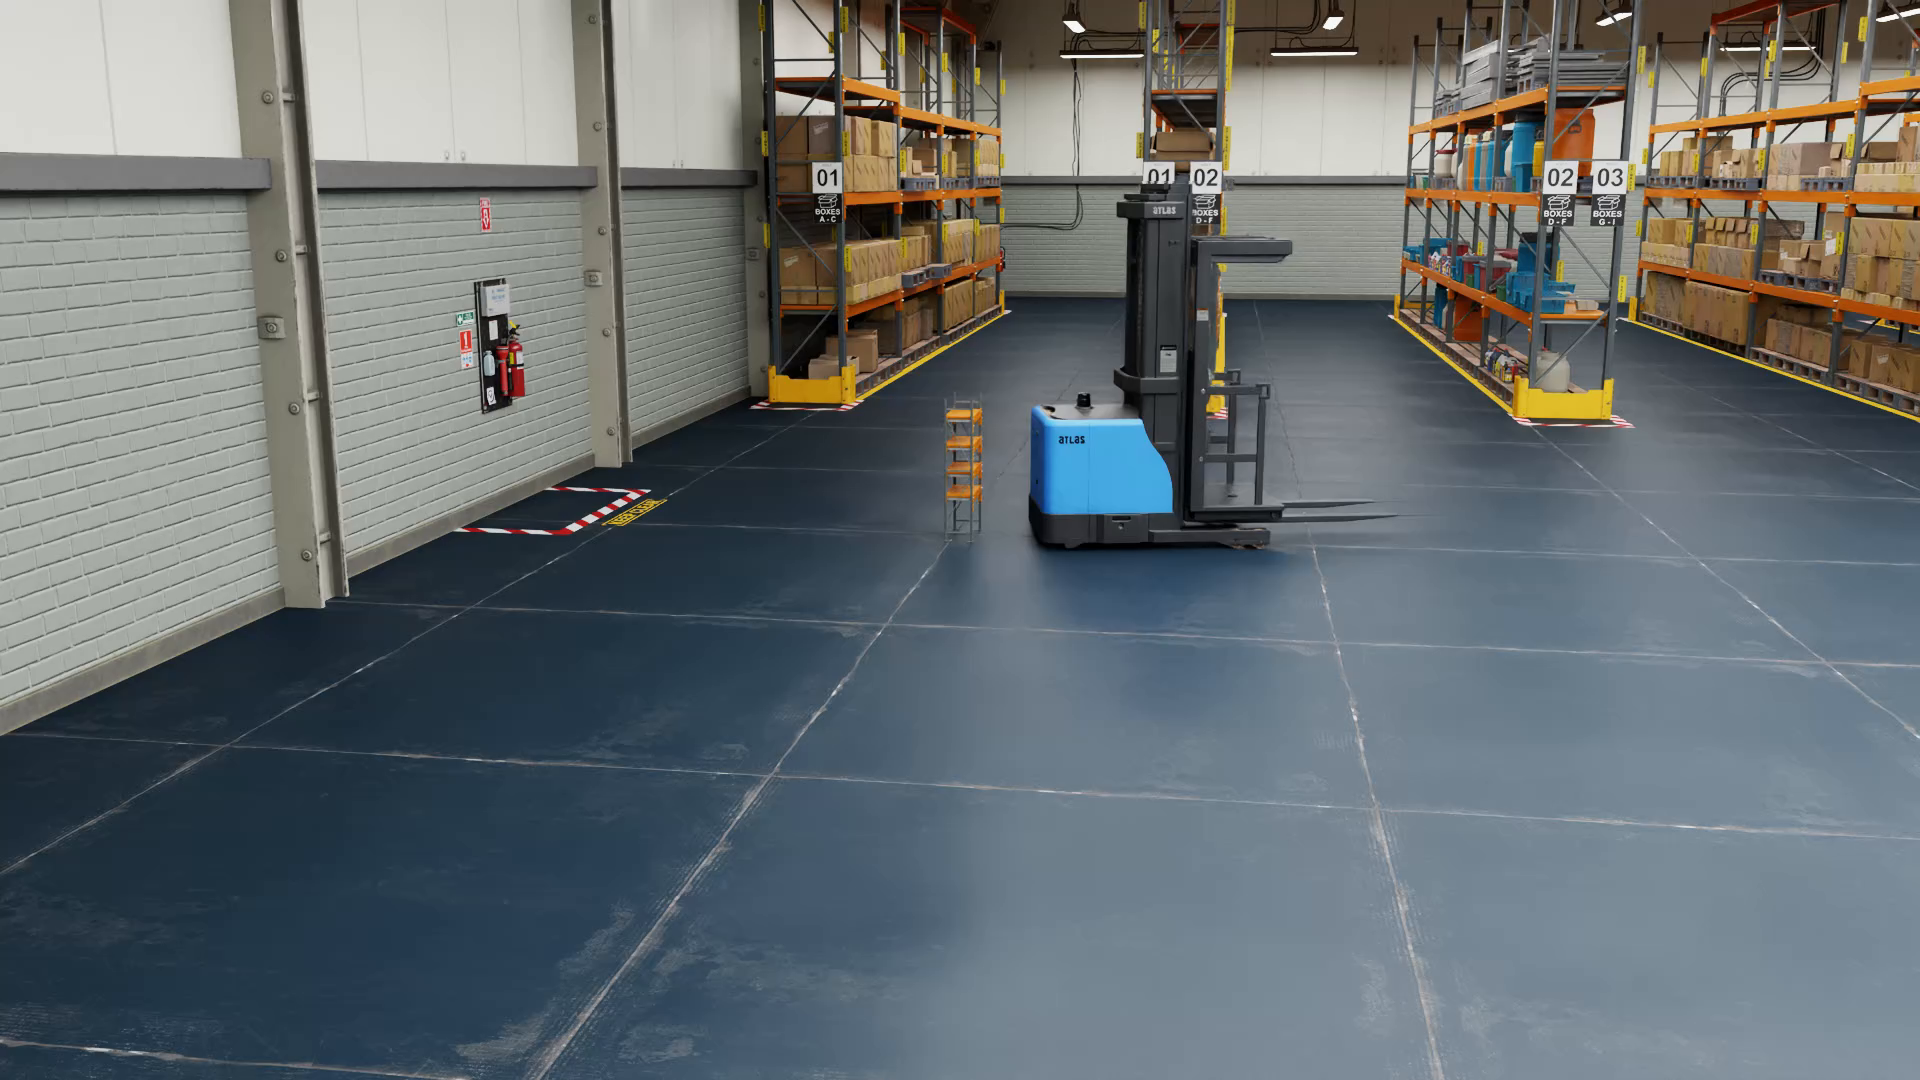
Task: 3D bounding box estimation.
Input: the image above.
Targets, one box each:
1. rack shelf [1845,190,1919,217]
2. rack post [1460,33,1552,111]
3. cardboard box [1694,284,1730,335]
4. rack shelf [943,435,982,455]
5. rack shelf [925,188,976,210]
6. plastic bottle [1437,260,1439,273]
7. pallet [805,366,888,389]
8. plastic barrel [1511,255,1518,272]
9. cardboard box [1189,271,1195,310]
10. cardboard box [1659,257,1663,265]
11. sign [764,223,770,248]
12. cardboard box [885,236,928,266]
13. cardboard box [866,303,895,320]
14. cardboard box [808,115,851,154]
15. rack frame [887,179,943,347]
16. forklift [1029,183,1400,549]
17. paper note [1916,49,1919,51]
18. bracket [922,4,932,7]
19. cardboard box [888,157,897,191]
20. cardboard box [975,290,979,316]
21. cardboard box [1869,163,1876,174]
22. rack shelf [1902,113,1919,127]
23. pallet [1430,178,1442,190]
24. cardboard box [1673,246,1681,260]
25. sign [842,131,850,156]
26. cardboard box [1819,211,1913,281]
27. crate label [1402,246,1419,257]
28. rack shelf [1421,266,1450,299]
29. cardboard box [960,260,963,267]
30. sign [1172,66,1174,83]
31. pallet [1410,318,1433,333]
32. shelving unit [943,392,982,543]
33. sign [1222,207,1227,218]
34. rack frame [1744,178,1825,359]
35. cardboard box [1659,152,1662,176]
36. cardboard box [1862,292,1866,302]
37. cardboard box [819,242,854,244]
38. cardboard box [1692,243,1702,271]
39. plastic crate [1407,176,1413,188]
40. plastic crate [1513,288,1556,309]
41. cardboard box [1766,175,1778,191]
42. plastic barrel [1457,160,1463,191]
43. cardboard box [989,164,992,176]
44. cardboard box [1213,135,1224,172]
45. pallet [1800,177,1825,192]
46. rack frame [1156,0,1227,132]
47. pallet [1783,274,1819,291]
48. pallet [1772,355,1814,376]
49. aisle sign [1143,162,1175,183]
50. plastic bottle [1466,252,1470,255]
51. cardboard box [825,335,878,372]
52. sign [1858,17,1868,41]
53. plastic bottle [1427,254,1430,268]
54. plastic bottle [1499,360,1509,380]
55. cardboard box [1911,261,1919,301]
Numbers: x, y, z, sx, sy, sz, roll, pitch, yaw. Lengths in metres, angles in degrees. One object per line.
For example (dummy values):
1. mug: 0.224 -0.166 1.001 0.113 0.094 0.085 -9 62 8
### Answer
1. rack shelf: 12.948 -4.403 21.893 1.077 0.370 4.000 2 12 9
2. rack post: 8.580 -7.308 26.071 1.013 1.000 3.121 2 12 9
3. cardboard box: 14.271 -4.217 30.487 1.225 0.875 0.875 1 12 7
4. rack shelf: 0.025 -0.774 13.994 0.258 0.148 0.480 2 12 9
5. rack shelf: -0.504 -6.550 31.854 1.077 0.370 4.000 2 12 9
6. plastic bottle: 8.907 -5.099 30.840 0.097 0.271 0.097 0 12 0
7. pallet: -1.681 -2.428 24.757 1.003 0.211 1.213 2 12 9
8. plastic barrel: 8.726 -4.124 25.686 0.433 0.535 0.433 0 12 0
9. cardboard box: 2.937 -3.340 22.132 0.700 0.500 0.500 2 12 9
10. cardboard box: 14.486 -5.697 33.903 0.380 0.149 0.250 2 12 7
11. sign: -2.588 -4.096 22.383 0.100 0.325 0.005 2 12 9
12. cardboard box: -0.934 -5.068 29.106 0.700 0.500 0.500 1 12 3
13. cardboard box: -1.266 -3.792 27.576 0.500 0.250 0.500 2 12 7
14. cardboard box: -1.743 -5.440 22.337 0.500 0.500 0.500 1 12 5
15. rack frame: -0.812 -5.019 30.163 1.000 3.000 0.127 2 12 9
16. forklift: 2.141 -1.468 13.846 3.031 2.935 1.130 -1 12 -4
17. paper note: 19.449 -9.955 33.766 0.001 0.032 0.123 2 12 9
18. bracket: -0.657 -10.620 33.367 0.235 0.232 0.430 2 12 9
19. cardboard box: -1.261 -5.598 25.443 0.500 0.500 0.500 2 12 10
20. cardboard box: 0.019 -4.987 34.952 0.700 0.500 0.500 2 12 9
21. cardboard box: 12.928 -5.178 23.187 0.380 0.149 0.250 1 12 6
22. rack shelf: 19.679 -8.184 32.325 1.077 0.370 4.000 2 12 9
23. pallet: 9.568 -6.738 31.469 1.213 0.211 1.003 2 12 9
24. cardboard box: 14.372 -5.651 32.743 0.500 0.250 0.500 2 12 10
25. sign: -1.506 -5.230 21.946 0.100 0.325 0.005 2 12 9
26. cardboard box: 13.516 -4.364 24.704 1.000 1.000 1.000 2 12 9
27. crate label: 9.844 -6.270 36.223 0.416 0.233 0.303 2 12 9
28. rack shelf: 9.285 -4.763 30.681 1.077 0.370 4.000 2 12 9
29. cardboard box: -0.155 -5.448 32.701 0.380 0.149 0.250 2 12 9
30. sign: 4.165 -9.141 32.646 0.100 0.325 0.005 2 12 9
31. pallet: 9.667 -4.322 33.547 1.003 0.211 1.213 2 12 9
32. shelving unit: 0.025 -0.621 14.027 0.258 1.200 0.503 2 12 9
33. sign: 5.859 -7.223 36.891 0.100 0.325 0.005 2 12 9
34. rack frame: 13.871 -4.538 27.928 1.000 3.000 0.127 2 12 9
35. cardboard box: 15.074 -7.862 34.764 0.700 0.500 0.500 1 12 5
36. cardboard box: 12.834 -3.390 23.201 0.380 0.149 0.250 2 12 9
37. cardboard box: -1.871 -4.187 24.831 0.500 0.500 0.500 2 12 10
38. cardboard box: 14.169 -5.331 31.375 0.500 0.500 0.500 2 12 9
39. plastic crate: 9.873 -7.695 35.768 0.497 0.269 0.590 2 12 9
40. plastic crate: 7.634 -3.209 22.116 0.499 0.251 0.408 2 12 9
41. cardboard box: 13.547 -5.841 27.212 0.500 0.250 0.500 2 12 10
42. plastic barrel: 8.627 -6.164 28.091 0.421 0.512 0.421 0 12 0
43. cardboard box: 0.414 -7.954 35.781 0.500 0.250 0.500 2 12 7
44. cardboard box: 3.378 -5.320 22.871 0.500 0.500 0.500 2 12 9
45. pallet: 13.613 -5.420 25.351 1.213 0.211 1.003 2 12 9
46. rack frame: 3.468 -6.959 24.926 1.000 3.000 0.127 2 12 9
47. pallet: 13.607 -4.030 26.030 1.003 0.211 1.213 2 12 9
48. pallet: 13.559 -2.759 26.293 1.003 0.211 1.213 2 12 9
49. aisle sign: 2.553 -4.461 21.401 0.394 0.787 0.004 2 12 9
50. plastic bottle: 9.603 -5.271 31.448 0.144 0.351 0.185 2 12 9
51. cardboard box: -1.597 -2.758 24.559 0.700 0.500 0.500 1 12 5
52. sign: 12.707 -7.188 23.395 0.100 0.325 0.005 2 12 9
53. plastic bottle: 9.114 -5.411 32.259 0.061 0.283 0.133 2 12 9
54. plastic bottle: 7.683 -2.393 23.399 0.152 0.276 0.135 2 12 7
55. cardboard box: 12.711 -3.288 21.187 0.875 0.500 0.500 2 12 9
